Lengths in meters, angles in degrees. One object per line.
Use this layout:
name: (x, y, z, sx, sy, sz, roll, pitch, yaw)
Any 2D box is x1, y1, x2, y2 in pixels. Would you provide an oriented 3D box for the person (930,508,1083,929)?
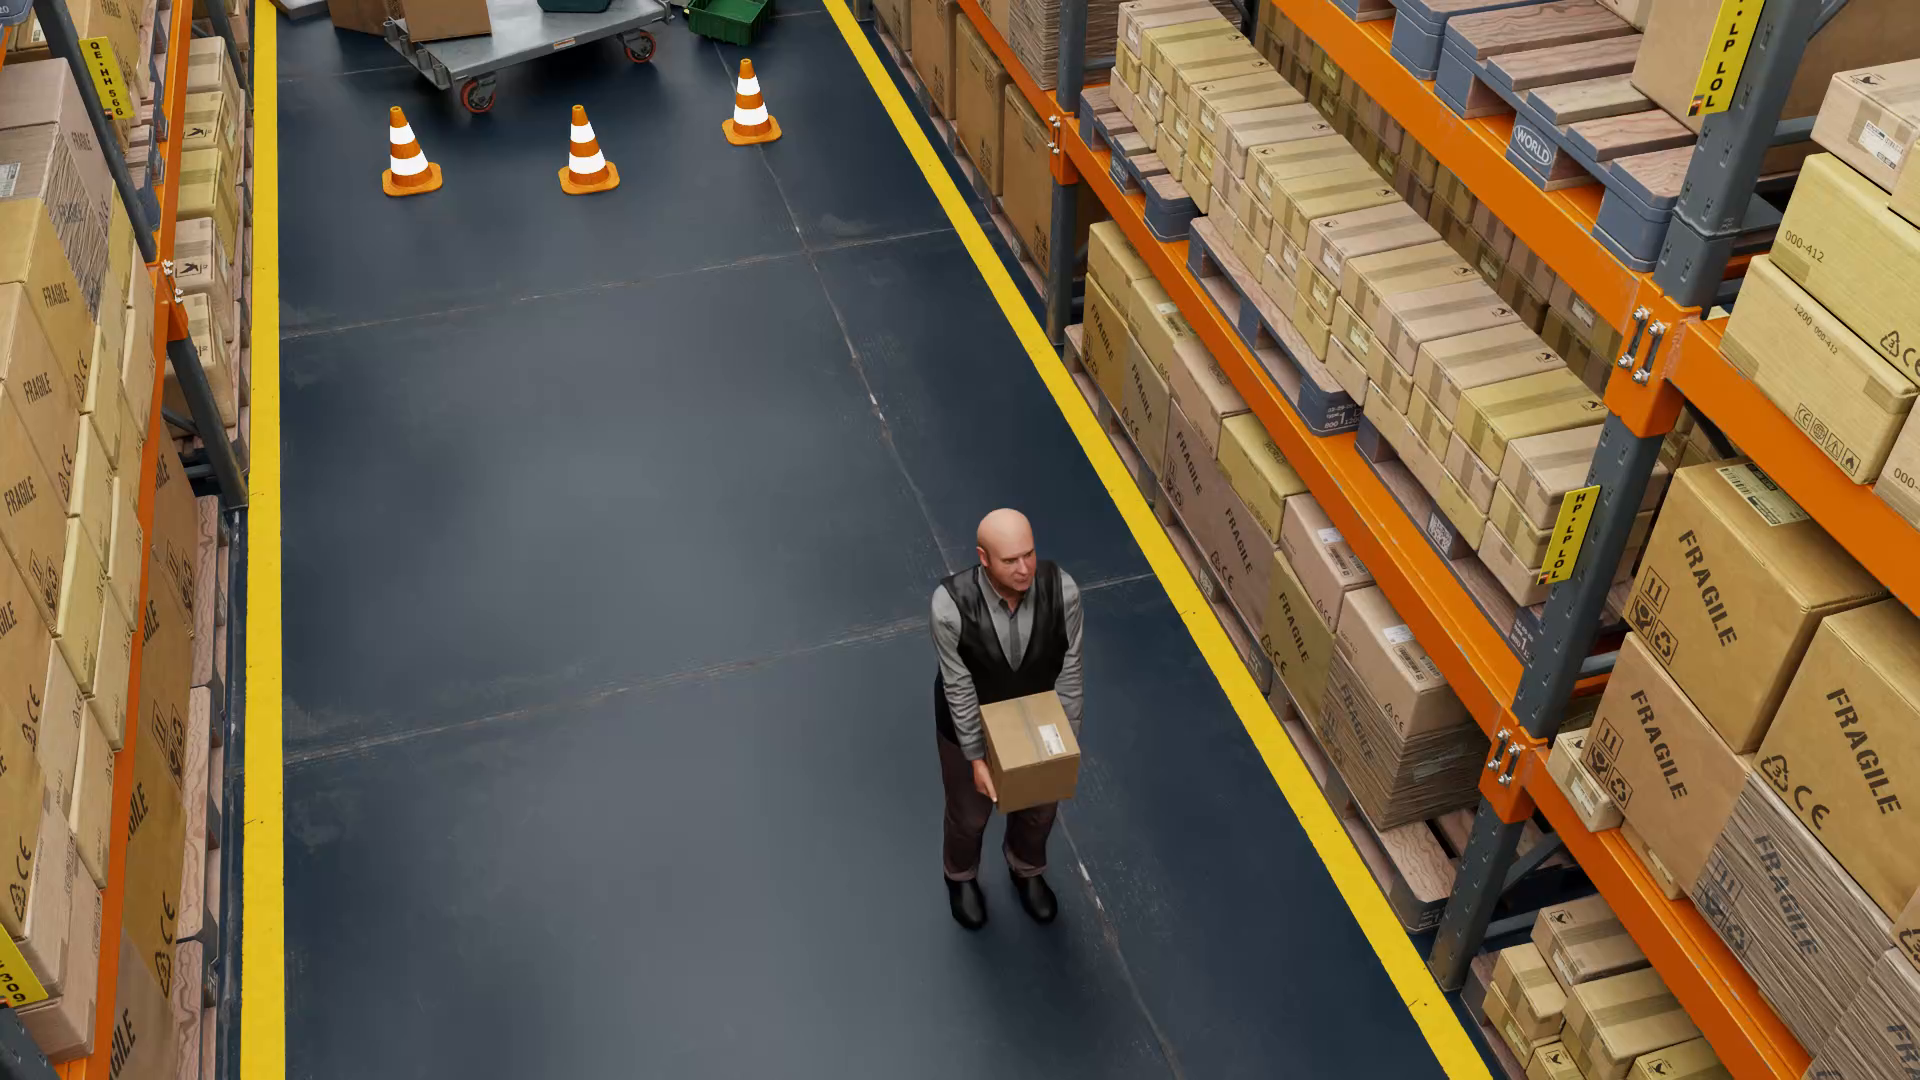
person: (0.178, 0.663, 5.447, 0.494, 1.713, 0.556, -11, 43, -12)
